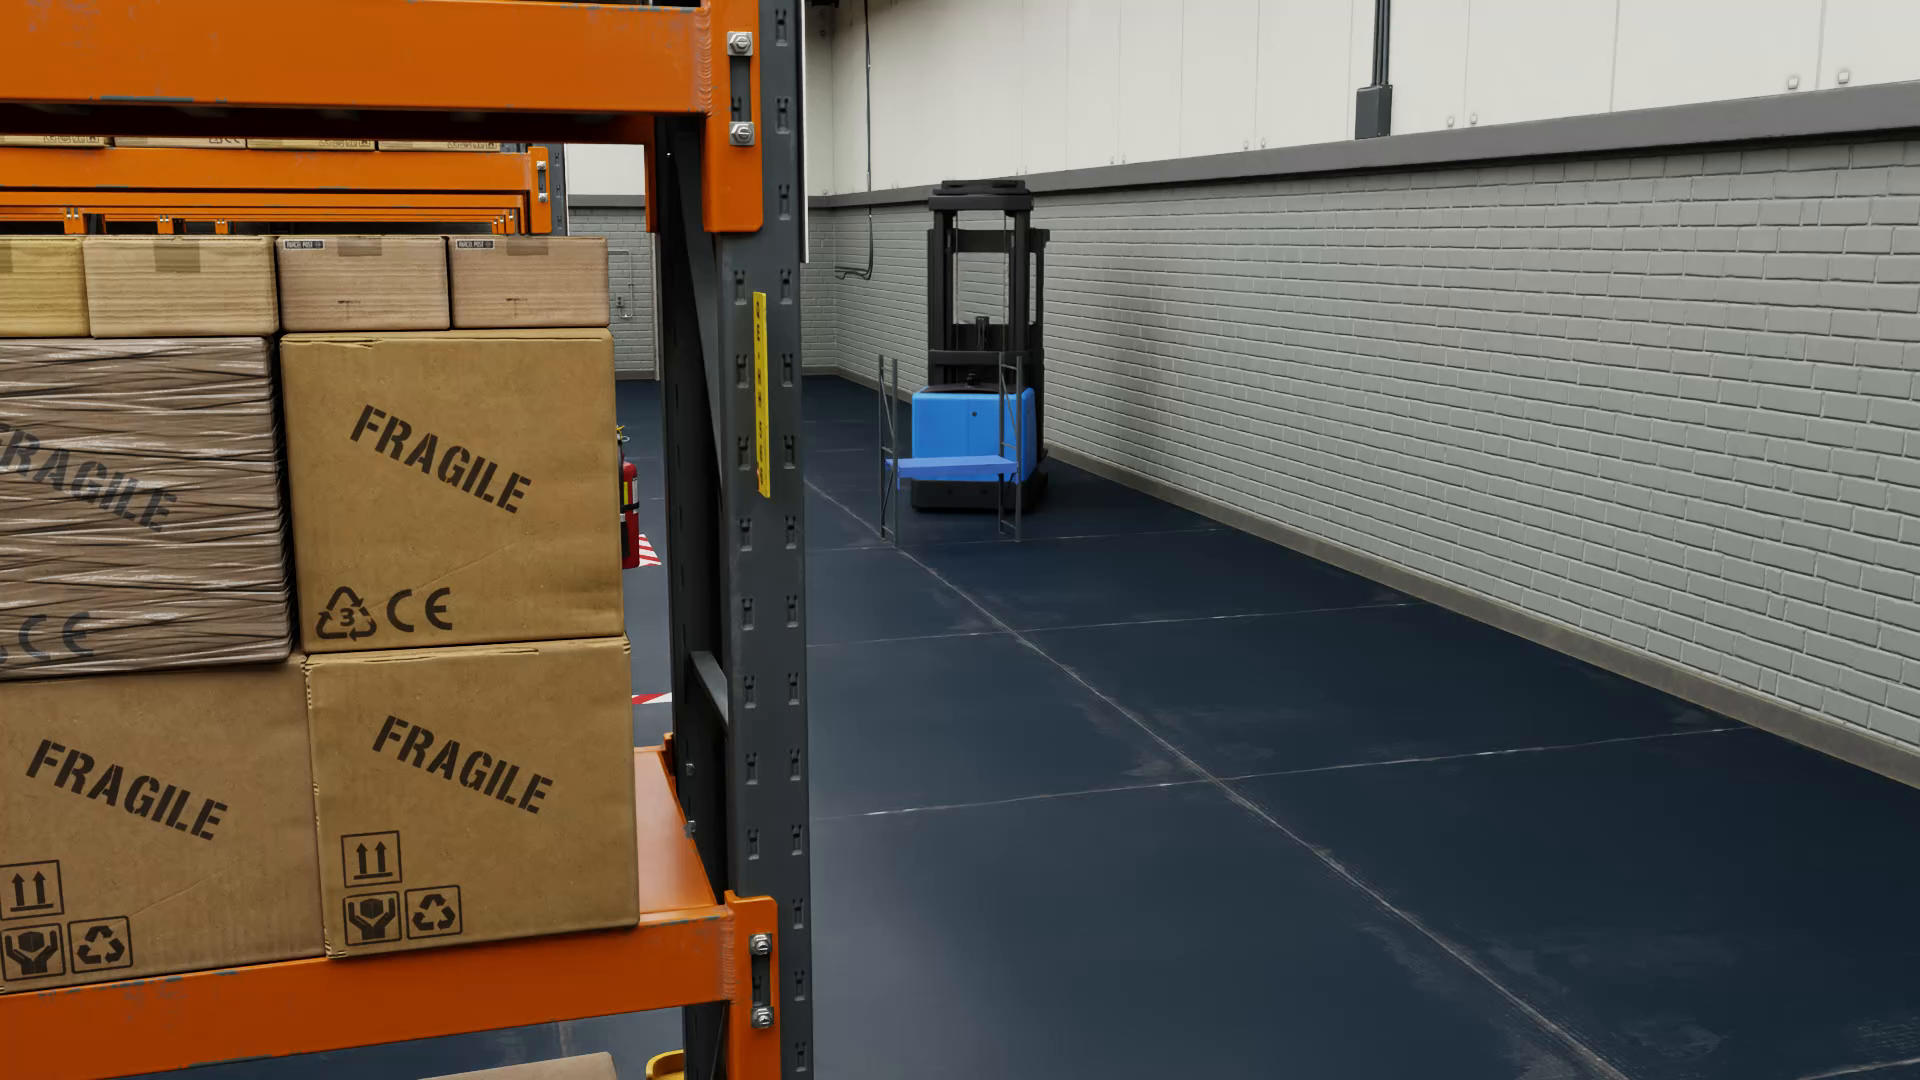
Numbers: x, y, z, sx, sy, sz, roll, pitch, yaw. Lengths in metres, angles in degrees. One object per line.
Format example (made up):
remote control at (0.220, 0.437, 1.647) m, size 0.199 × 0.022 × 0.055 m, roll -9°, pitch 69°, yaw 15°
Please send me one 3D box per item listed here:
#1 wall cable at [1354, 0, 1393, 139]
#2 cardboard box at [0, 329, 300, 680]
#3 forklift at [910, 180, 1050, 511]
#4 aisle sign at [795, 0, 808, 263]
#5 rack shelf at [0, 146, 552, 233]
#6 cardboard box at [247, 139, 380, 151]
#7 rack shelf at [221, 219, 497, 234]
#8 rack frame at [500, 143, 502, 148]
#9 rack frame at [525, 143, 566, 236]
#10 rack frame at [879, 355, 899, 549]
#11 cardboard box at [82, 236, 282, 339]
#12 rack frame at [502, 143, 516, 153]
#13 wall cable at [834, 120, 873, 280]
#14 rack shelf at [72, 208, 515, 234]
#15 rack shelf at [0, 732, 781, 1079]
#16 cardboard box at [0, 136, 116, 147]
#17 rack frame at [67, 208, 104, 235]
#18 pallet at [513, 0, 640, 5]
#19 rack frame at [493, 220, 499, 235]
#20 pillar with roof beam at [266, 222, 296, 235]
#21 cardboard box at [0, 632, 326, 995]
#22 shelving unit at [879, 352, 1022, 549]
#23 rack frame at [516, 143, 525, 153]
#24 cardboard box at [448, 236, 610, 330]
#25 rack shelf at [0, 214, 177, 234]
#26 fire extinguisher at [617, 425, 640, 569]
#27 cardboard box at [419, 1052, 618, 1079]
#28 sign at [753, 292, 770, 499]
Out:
wall cable at (3.164, -5.586, 10.149) m, size 0.120 × 5.999 × 2.277 m, roll -3°, pitch 11°, yaw -16°
cardboard box at (-1.349, -0.087, 2.698) m, size 0.500 × 0.500 × 0.500 m, roll -3°, pitch 11°, yaw -16°
forklift at (0.272, -1.923, 15.896) m, size 1.130 × 2.935 × 3.031 m, roll 1°, pitch 11°, yaw 8°
aisle sign at (-0.303, -0.872, 2.818) m, size 0.004 × 0.787 × 0.394 m, roll -3°, pitch 11°, yaw -16°
rack shelf at (-3.860, -1.519, 7.216) m, size 4.000 × 0.370 × 1.077 m, roll -3°, pitch 11°, yaw -16°
cardboard box at (-2.790, -1.804, 7.193) m, size 0.500 × 0.250 × 0.500 m, roll -3°, pitch 11°, yaw -16°
rack shelf at (-9.303, -4.970, 25.960) m, size 4.000 × 0.370 × 1.077 m, roll -3°, pitch 11°, yaw -16°
rack frame at (-5.994, -6.039, 21.496) m, size 0.127 × 3.000 × 1.000 m, roll -3°, pitch 11°, yaw -16°
rack frame at (-1.940, -0.499, 7.973) m, size 0.127 × 3.000 × 1.000 m, roll -3°, pitch 11°, yaw -16°
rack frame at (-0.570, -0.708, 13.247) m, size 0.032 × 1.500 × 0.500 m, roll -3°, pitch 11°, yaw -16°
cardboard box at (-1.209, -0.406, 2.637) m, size 0.250 × 0.149 × 0.380 m, roll -3°, pitch 11°, yaw -16°
rack frame at (-4.613, -5.178, 16.818) m, size 0.127 × 3.000 × 1.000 m, roll -3°, pitch 11°, yaw -16°
wall cable at (-1.852, -5.597, 27.671) m, size 0.112 × 2.526 × 3.097 m, roll -3°, pitch 11°, yaw -16°
rack shelf at (-6.534, -3.248, 16.605) m, size 4.000 × 0.370 × 1.077 m, roll -3°, pitch 11°, yaw -16°
rack shelf at (-2.379, 0.811, 2.841) m, size 4.000 × 0.370 × 1.077 m, roll -3°, pitch 11°, yaw -16°
cardboard box at (-3.775, -1.751, 6.904) m, size 0.500 × 0.250 × 0.500 m, roll -3°, pitch 11°, yaw -13°
rack frame at (-8.454, -2.025, 16.261) m, size 0.127 × 3.000 × 1.000 m, roll -3°, pitch 11°, yaw -16°
pallet at (-1.168, -1.036, 2.849) m, size 1.213 × 0.211 × 1.003 m, roll -3°, pitch 11°, yaw -16°
rack frame at (-7.382, -3.950, 26.716) m, size 0.127 × 3.000 × 1.000 m, roll -3°, pitch 11°, yaw -16°
pillar with roof beam at (-9.589, -6.135, 22.017) m, size 0.548 × 9.000 × 9.100 m, roll -3°, pitch 11°, yaw -16°
cardboard box at (-1.334, 0.400, 2.811) m, size 0.500 × 0.500 × 0.500 m, roll -3°, pitch 11°, yaw -17°
shelving unit at (-0.082, -0.733, 13.387) m, size 1.048 × 1.500 × 0.538 m, roll -3°, pitch 11°, yaw -16°
rack frame at (-3.229, -4.317, 12.141) m, size 0.127 × 3.000 × 1.000 m, roll -3°, pitch 11°, yaw -16°
cardboard box at (-0.748, -0.451, 2.880) m, size 0.250 × 0.149 × 0.380 m, roll -3°, pitch 11°, yaw -15°
rack shelf at (-11.755, -3.906, 20.183) m, size 4.000 × 0.370 × 1.077 m, roll -3°, pitch 11°, yaw -16°
fire extinguisher at (-1.569, -0.210, 7.647) m, size 0.183 × 0.674 × 0.296 m, roll -3°, pitch 11°, yaw -16°
cardboard box at (-1.065, 1.461, 3.244) m, size 0.875 × 0.438 × 0.875 m, roll -3°, pitch 11°, yaw -18°
sign at (-0.321, -0.235, 2.684) m, size 0.005 × 0.325 × 0.100 m, roll -3°, pitch 11°, yaw -16°
